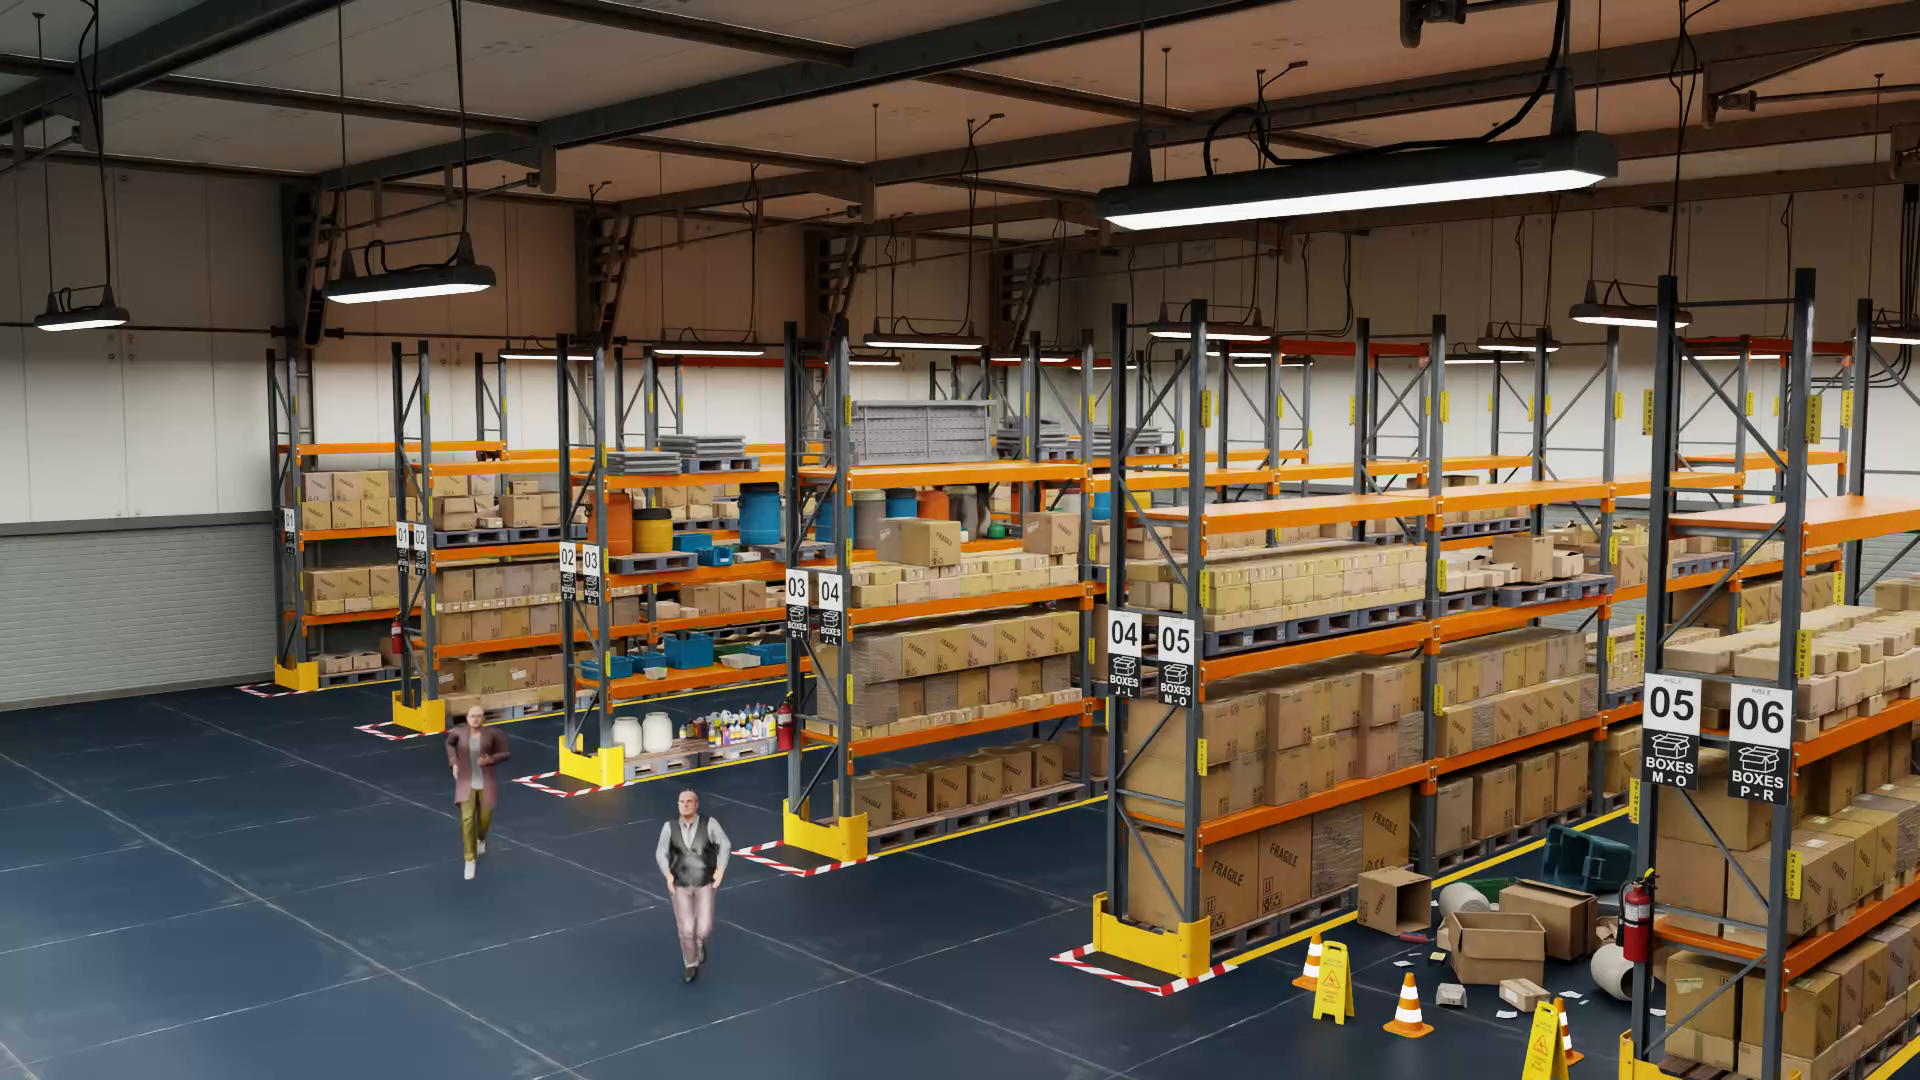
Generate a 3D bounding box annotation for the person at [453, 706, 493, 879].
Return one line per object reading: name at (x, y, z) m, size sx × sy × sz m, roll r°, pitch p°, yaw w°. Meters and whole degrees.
person at (-5.280, 2.716, 18.275) m, size 0.636 × 1.843 × 1.029 m, roll -2°, pitch 5°, yaw -19°

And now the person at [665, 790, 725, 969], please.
person at (-2.352, 3.029, 14.727) m, size 0.569 × 1.627 × 0.491 m, roll 0°, pitch 5°, yaw -5°
